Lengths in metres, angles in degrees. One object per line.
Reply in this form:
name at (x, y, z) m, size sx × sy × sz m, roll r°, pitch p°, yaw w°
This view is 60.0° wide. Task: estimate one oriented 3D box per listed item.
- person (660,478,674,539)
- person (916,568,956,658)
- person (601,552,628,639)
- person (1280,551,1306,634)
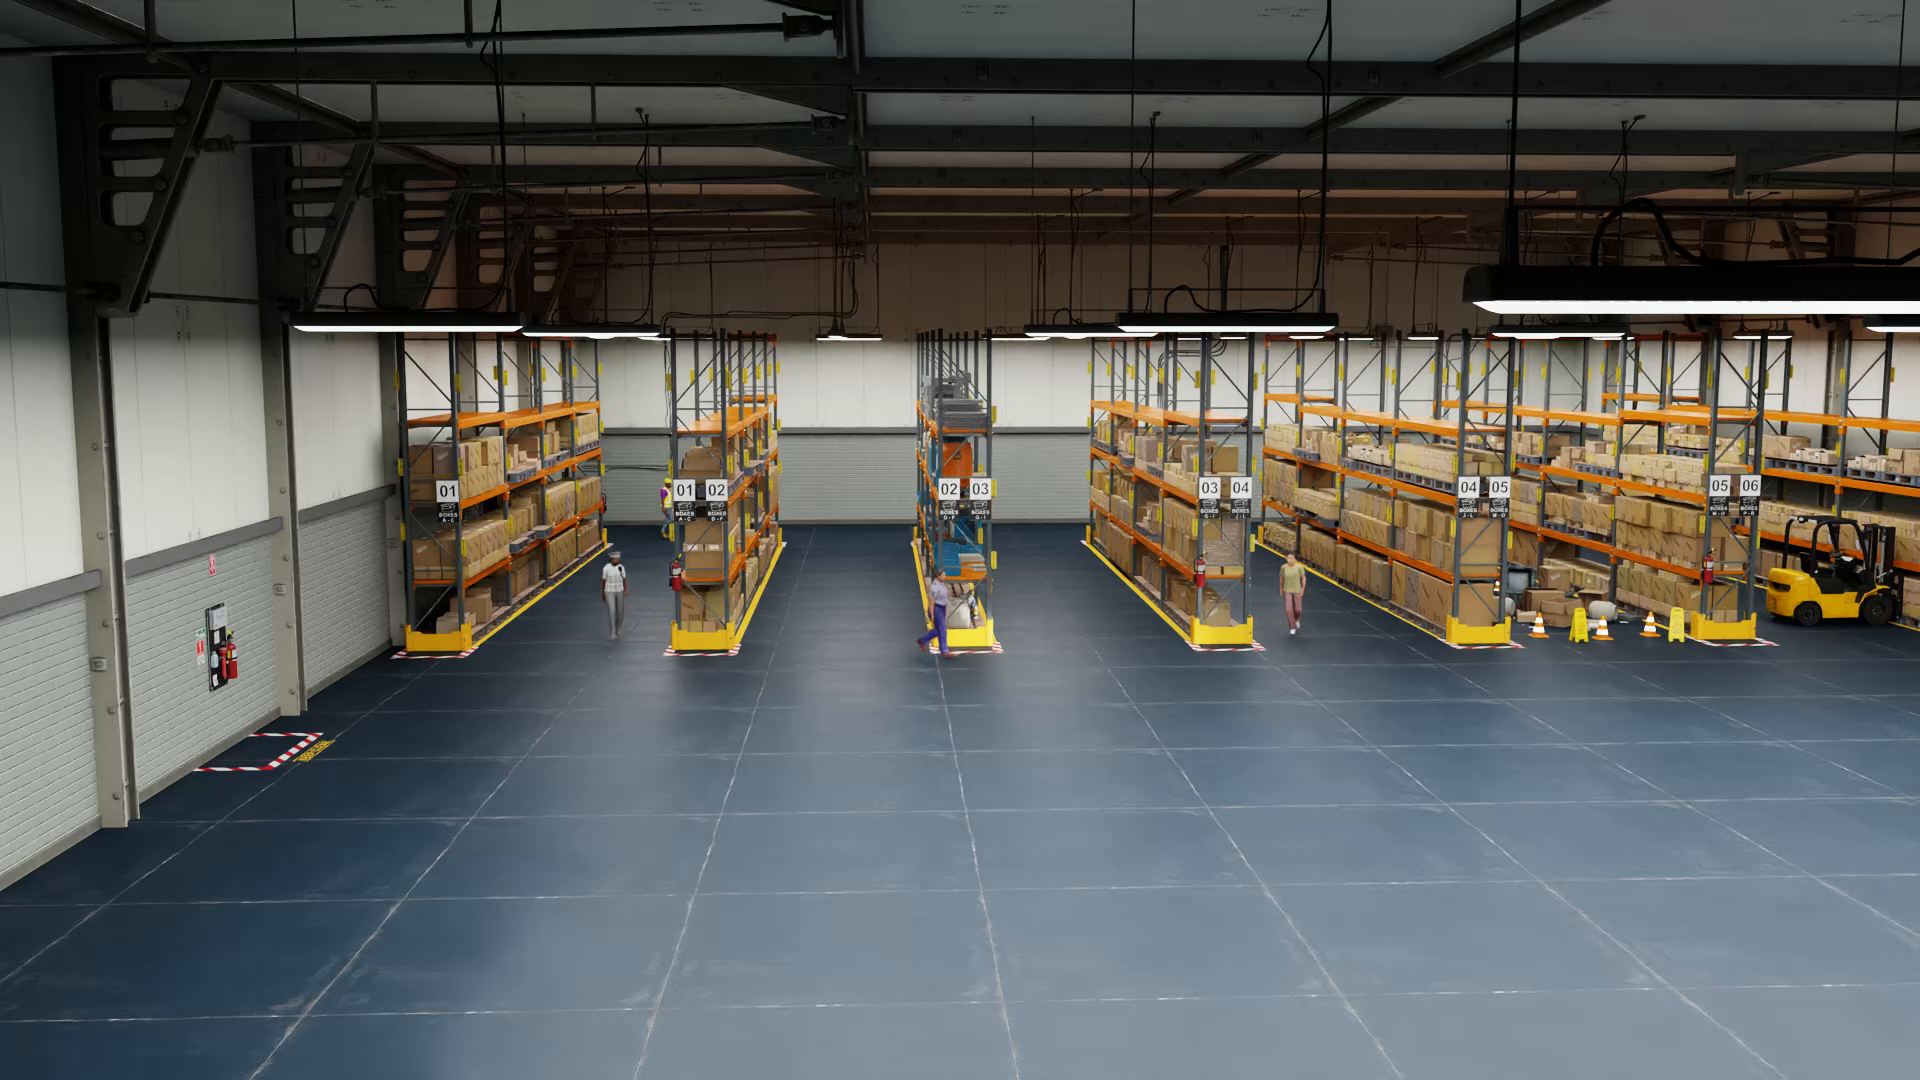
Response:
person at (-8.609, -0.943, 49.012) m, size 0.448 × 1.767 × 0.604 m, roll 0°, pitch 7°, yaw 0°
person at (-0.429, 1.316, 30.532) m, size 0.824 × 1.617 × 0.514 m, roll 2°, pitch 7°, yaw 15°
person at (-6.756, 1.071, 32.708) m, size 0.477 × 1.670 × 0.744 m, roll -3°, pitch 8°, yaw -27°
person at (6.619, 1.017, 33.113) m, size 0.508 × 1.644 × 0.647 m, roll 1°, pitch 7°, yaw 12°
